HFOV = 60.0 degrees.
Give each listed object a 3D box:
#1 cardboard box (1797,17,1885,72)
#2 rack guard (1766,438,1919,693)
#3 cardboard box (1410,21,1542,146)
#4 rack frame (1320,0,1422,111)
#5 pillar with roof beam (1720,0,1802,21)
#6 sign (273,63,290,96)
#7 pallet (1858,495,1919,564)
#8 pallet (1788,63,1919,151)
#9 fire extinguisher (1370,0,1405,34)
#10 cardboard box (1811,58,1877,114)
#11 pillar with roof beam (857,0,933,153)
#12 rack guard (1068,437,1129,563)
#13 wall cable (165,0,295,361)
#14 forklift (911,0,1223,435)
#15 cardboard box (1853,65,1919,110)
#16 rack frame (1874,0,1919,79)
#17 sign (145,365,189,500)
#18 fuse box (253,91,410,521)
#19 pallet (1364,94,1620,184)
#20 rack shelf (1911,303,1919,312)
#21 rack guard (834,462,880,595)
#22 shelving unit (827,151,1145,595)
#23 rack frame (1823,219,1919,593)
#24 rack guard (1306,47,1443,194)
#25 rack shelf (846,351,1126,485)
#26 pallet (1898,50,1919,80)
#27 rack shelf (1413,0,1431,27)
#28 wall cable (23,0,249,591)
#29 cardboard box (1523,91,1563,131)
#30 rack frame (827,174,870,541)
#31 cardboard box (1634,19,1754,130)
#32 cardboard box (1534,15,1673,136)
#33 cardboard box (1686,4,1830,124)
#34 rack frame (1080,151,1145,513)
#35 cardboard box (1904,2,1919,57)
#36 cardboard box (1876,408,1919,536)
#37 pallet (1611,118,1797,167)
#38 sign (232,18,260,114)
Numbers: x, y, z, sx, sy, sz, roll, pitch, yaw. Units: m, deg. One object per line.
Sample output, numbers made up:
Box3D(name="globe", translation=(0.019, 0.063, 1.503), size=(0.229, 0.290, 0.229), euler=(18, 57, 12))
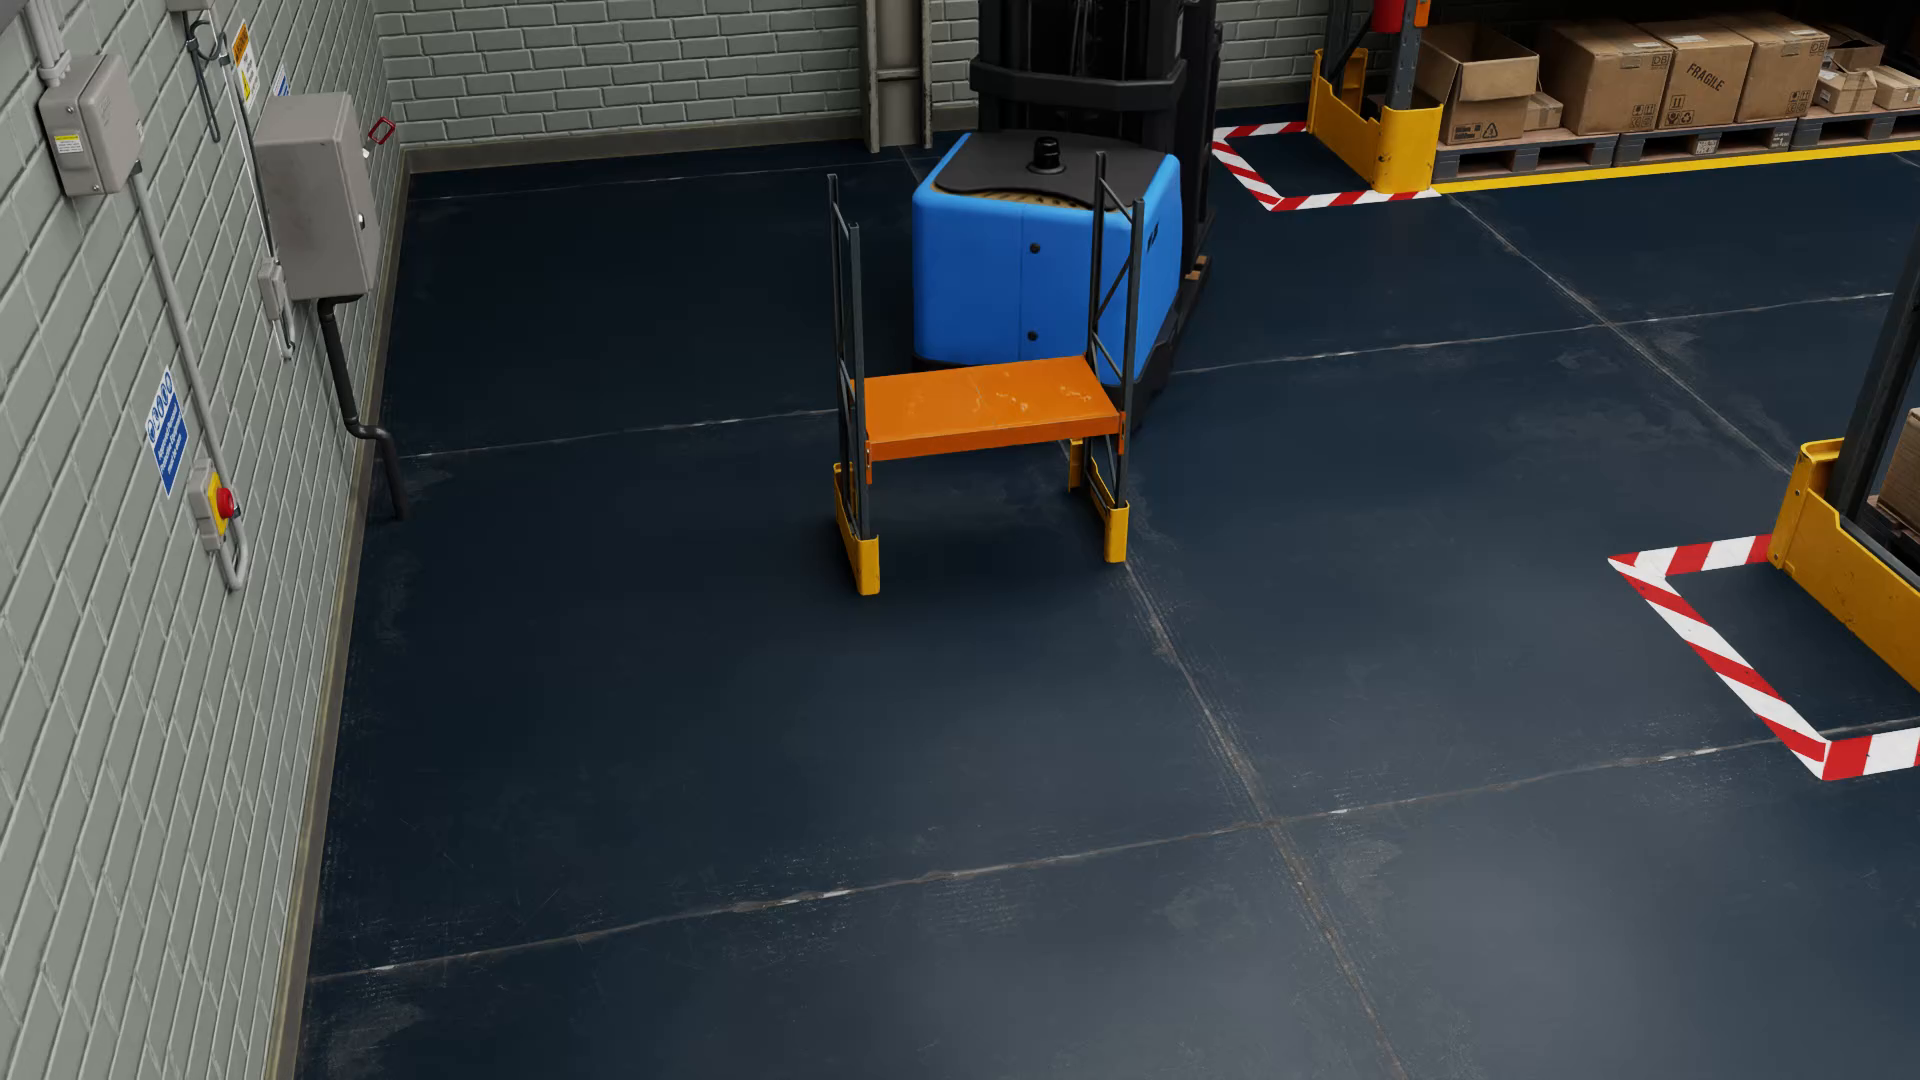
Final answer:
Box3D(name="cardboard box", translation=(5.635, -3.199, 10.861), size=(0.500, 0.311, 0.500), euler=(-6, 34, -9))
Box3D(name="rack guard", translation=(3.506, 0.136, 6.098), size=(0.348, 0.500, 1.175), euler=(-7, 35, -11))
Box3D(name="cardboard box", translation=(3.048, -2.763, 10.039), size=(0.637, 0.503, 0.797), euler=(-9, 35, -12))
Box3D(name="rack frame", translation=(2.431, -3.602, 9.425), size=(0.127, 3.000, 1.000), euler=(-7, 35, -11))
Box3D(name="pillar with roof beam", translation=(6.404, -4.649, 5.602), size=(0.400, 9.000, 9.100), euler=(-7, 35, -11))
Box3D(name="sign", translation=(-2.598, -1.562, 6.471), size=(0.001, 0.494, 0.329), euler=(-7, 35, -11))
Box3D(name="pallet", translation=(4.292, 0.113, 6.393), size=(1.213, 0.211, 1.003), euler=(-7, 35, -11))
Box3D(name="pallet", translation=(5.662, -2.852, 10.810), size=(1.213, 0.211, 1.003), euler=(-7, 35, -11))
Box3D(name="fire extinguisher", translation=(2.389, -3.145, 9.149), size=(0.183, 0.674, 0.296), euler=(-7, 35, -11))
Box3D(name="cardboard box", translation=(5.505, -2.860, 10.397), size=(0.258, 0.266, 0.396), euler=(-6, 34, -9))
Box3D(name="pillar with roof beam", translation=(0.552, -3.911, 4.503), size=(0.400, 9.000, 9.100), euler=(-7, 35, -11))
Box3D(name="rack guard", translation=(0.560, -0.174, 6.786), size=(0.087, 0.250, 0.587), euler=(-7, 35, -11))
Box3D(name="wall cable", translation=(-2.290, -1.390, 5.217), size=(0.122, 1.984, 0.588), euler=(-7, 35, -11))
Box3D(name="forklift", translation=(0.694, -2.496, 7.839), size=(1.130, 2.935, 3.031), euler=(10, 35, 14))
Box3D(name="cardboard box", translation=(5.853, -2.856, 10.495), size=(0.250, 0.149, 0.380), euler=(-8, 35, -12))
Box3D(name="rack frame", translation=(6.332, -4.093, 10.158), size=(0.127, 3.000, 1.000), euler=(-7, 35, -11))
Box3D(name="sign", translation=(-2.014, -0.277, 4.228), size=(0.001, 0.218, 0.327), euler=(-7, 35, -11))
Box3D(name="fuse box", translation=(-2.287, -0.823, 6.441), size=(0.414, 1.711, 0.539), euler=(-7, 35, -11))
Box3D(name="pallet", translation=(3.282, -2.552, 10.363), size=(1.213, 0.211, 1.003), euler=(-7, 35, -11))
Box3D(name="rack shelf", translation=(5.480, -0.852, 5.973), size=(4.000, 0.370, 1.077), euler=(-7, 35, -11))
Box3D(name="rack guard", translation=(-0.411, -0.052, 6.603), size=(0.087, 0.250, 0.587), euler=(-7, 35, -11))
Box3D(name="shelving unit", translation=(0.074, -0.632, 6.346), size=(1.083, 1.500, 0.587), euler=(-7, 35, -11))
Box3D(name="rack frame", translation=(3.529, -0.904, 5.406), size=(0.127, 3.000, 1.000), euler=(-7, 35, -11))
Box3D(name="rack guard", translation=(2.505, -2.573, 10.136), size=(0.348, 0.500, 1.175), euler=(-7, 35, -11))
Box3D(name="rack shelf", translation=(0.083, -0.484, 6.448), size=(1.000, 0.185, 0.538), euler=(-7, 35, -11))
Box3D(name="pallet", translation=(7.117, -3.056, 11.115), size=(1.213, 0.211, 1.003), euler=(-7, 35, -11))
Box3D(name="rack shelf", translation=(4.381, -3.549, 9.992), size=(4.000, 0.370, 1.077), euler=(-7, 35, -11))
Box3D(name="wall cable", translation=(-1.965, -0.633, 4.062), size=(0.123, 1.953, 0.585), euler=(-7, 35, -11))
Box3D(name="cardboard box", translation=(3.471, -2.647, 10.184), size=(0.250, 0.149, 0.380), euler=(-9, 35, -12))
Box3D(name="rack frame", translation=(-0.413, -0.571, 6.255), size=(0.032, 1.500, 0.500), euler=(-7, 35, -11))
Box3D(name="cardboard box", translation=(4.428, -2.856, 10.181), size=(0.500, 0.500, 0.500), euler=(-7, 34, -10))
Box3D(name="cardboard box", translation=(3.890, -2.846, 10.165), size=(0.500, 0.500, 0.700), euler=(-6, 34, -9))
Box3D(name="cardboard box", translation=(4.903, -2.973, 10.355), size=(0.500, 0.500, 0.700), euler=(-8, 35, -12))
Box3D(name="rack frame", translation=(0.579, -0.696, 6.441), size=(0.032, 1.500, 0.500), euler=(-7, 35, -11))
Box3D(name="cardboard box", translation=(6.746, -3.451, 11.067), size=(0.500, 0.500, 0.500), euler=(-7, 35, -11))
Box3D(name="cardboard box", translation=(4.151, -0.150, 6.205), size=(0.875, 0.438, 0.875), euler=(-8, 35, -12))
Box3D(name="pallet", translation=(4.470, -2.700, 10.584), size=(1.213, 0.211, 1.003), euler=(-7, 35, -11))
Box3D(name="sign", translation=(-2.476, -1.646, 5.769), size=(0.001, 0.242, 0.339), euler=(-7, 35, -11))
